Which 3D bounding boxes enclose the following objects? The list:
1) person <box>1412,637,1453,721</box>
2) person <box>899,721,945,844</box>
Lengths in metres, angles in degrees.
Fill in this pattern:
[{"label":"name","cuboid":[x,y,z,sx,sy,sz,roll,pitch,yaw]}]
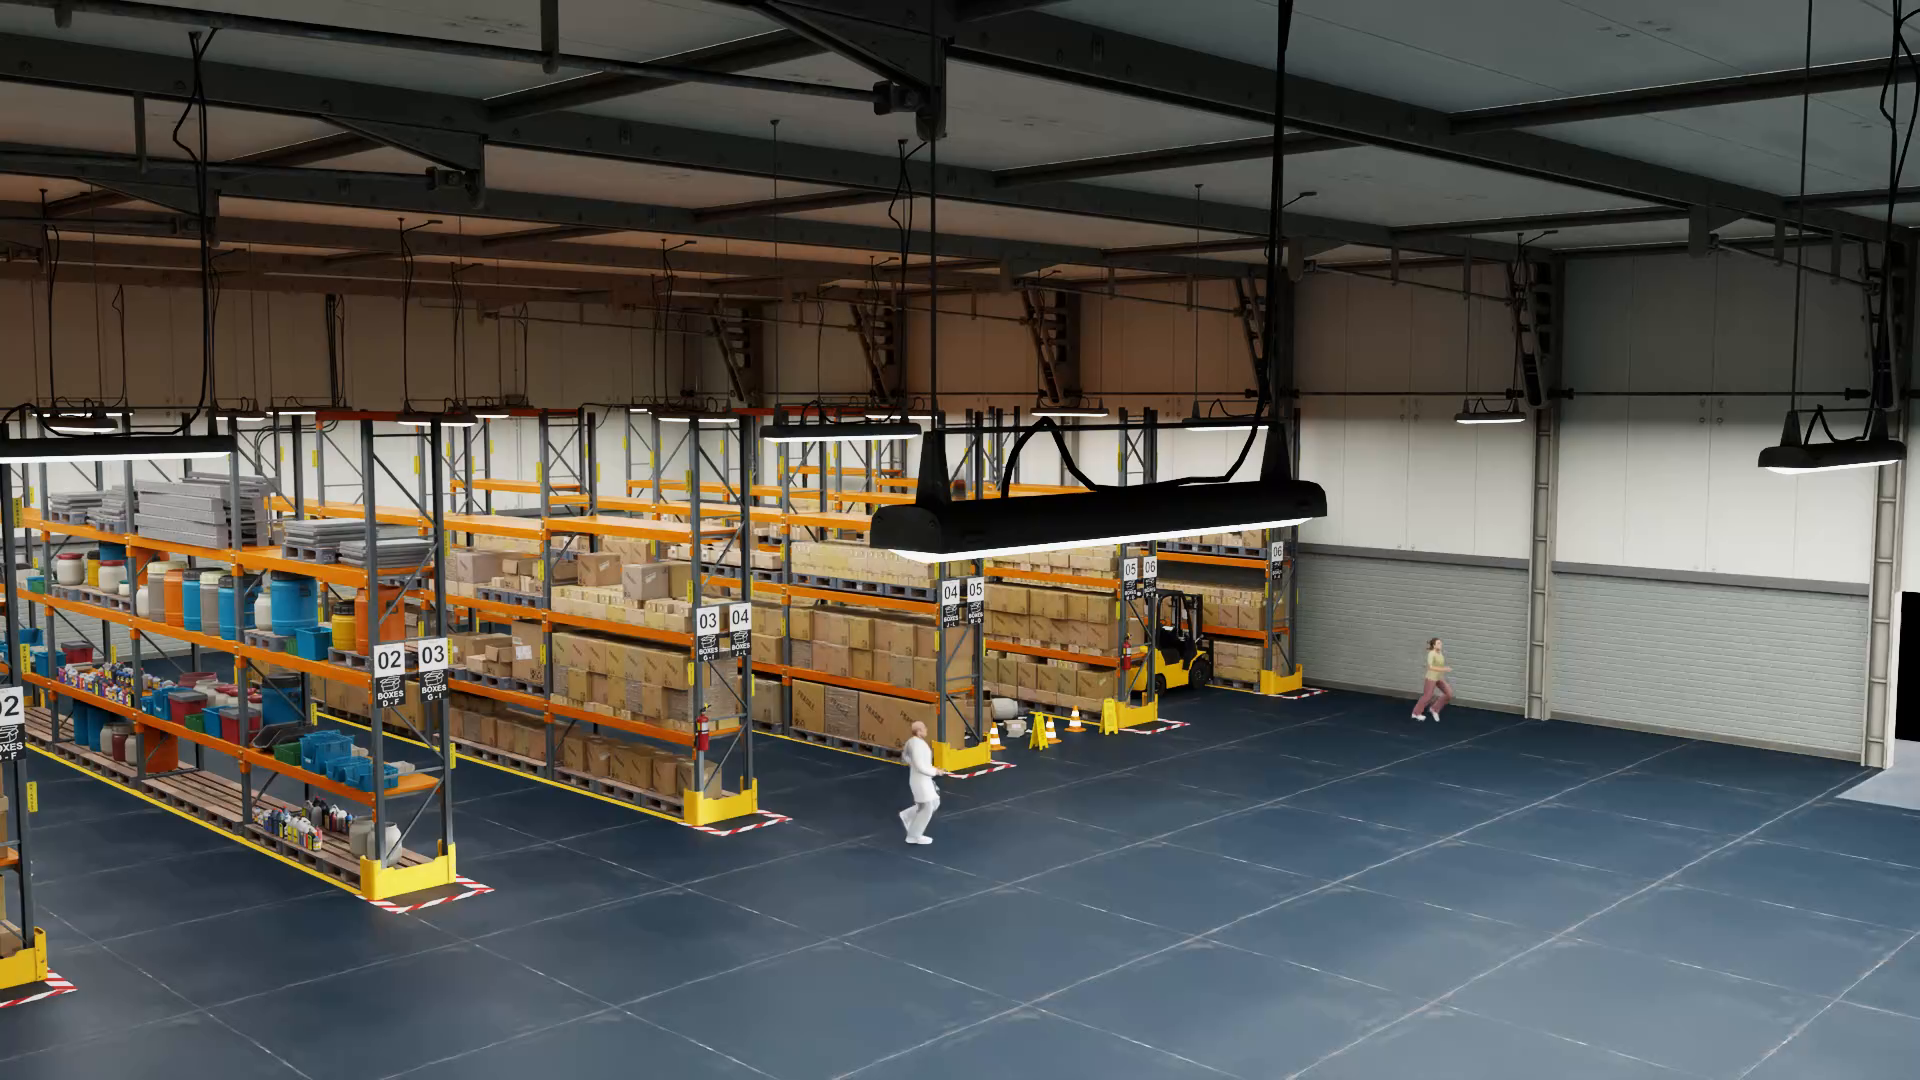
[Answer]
[{"label":"person","cuboid":[9.098,2.668,31.905,0.589,1.628,0.809,-5,7,-42]},{"label":"person","cuboid":[-0.534,3.401,23.363,0.632,1.736,0.706,-1,5,-7]}]
